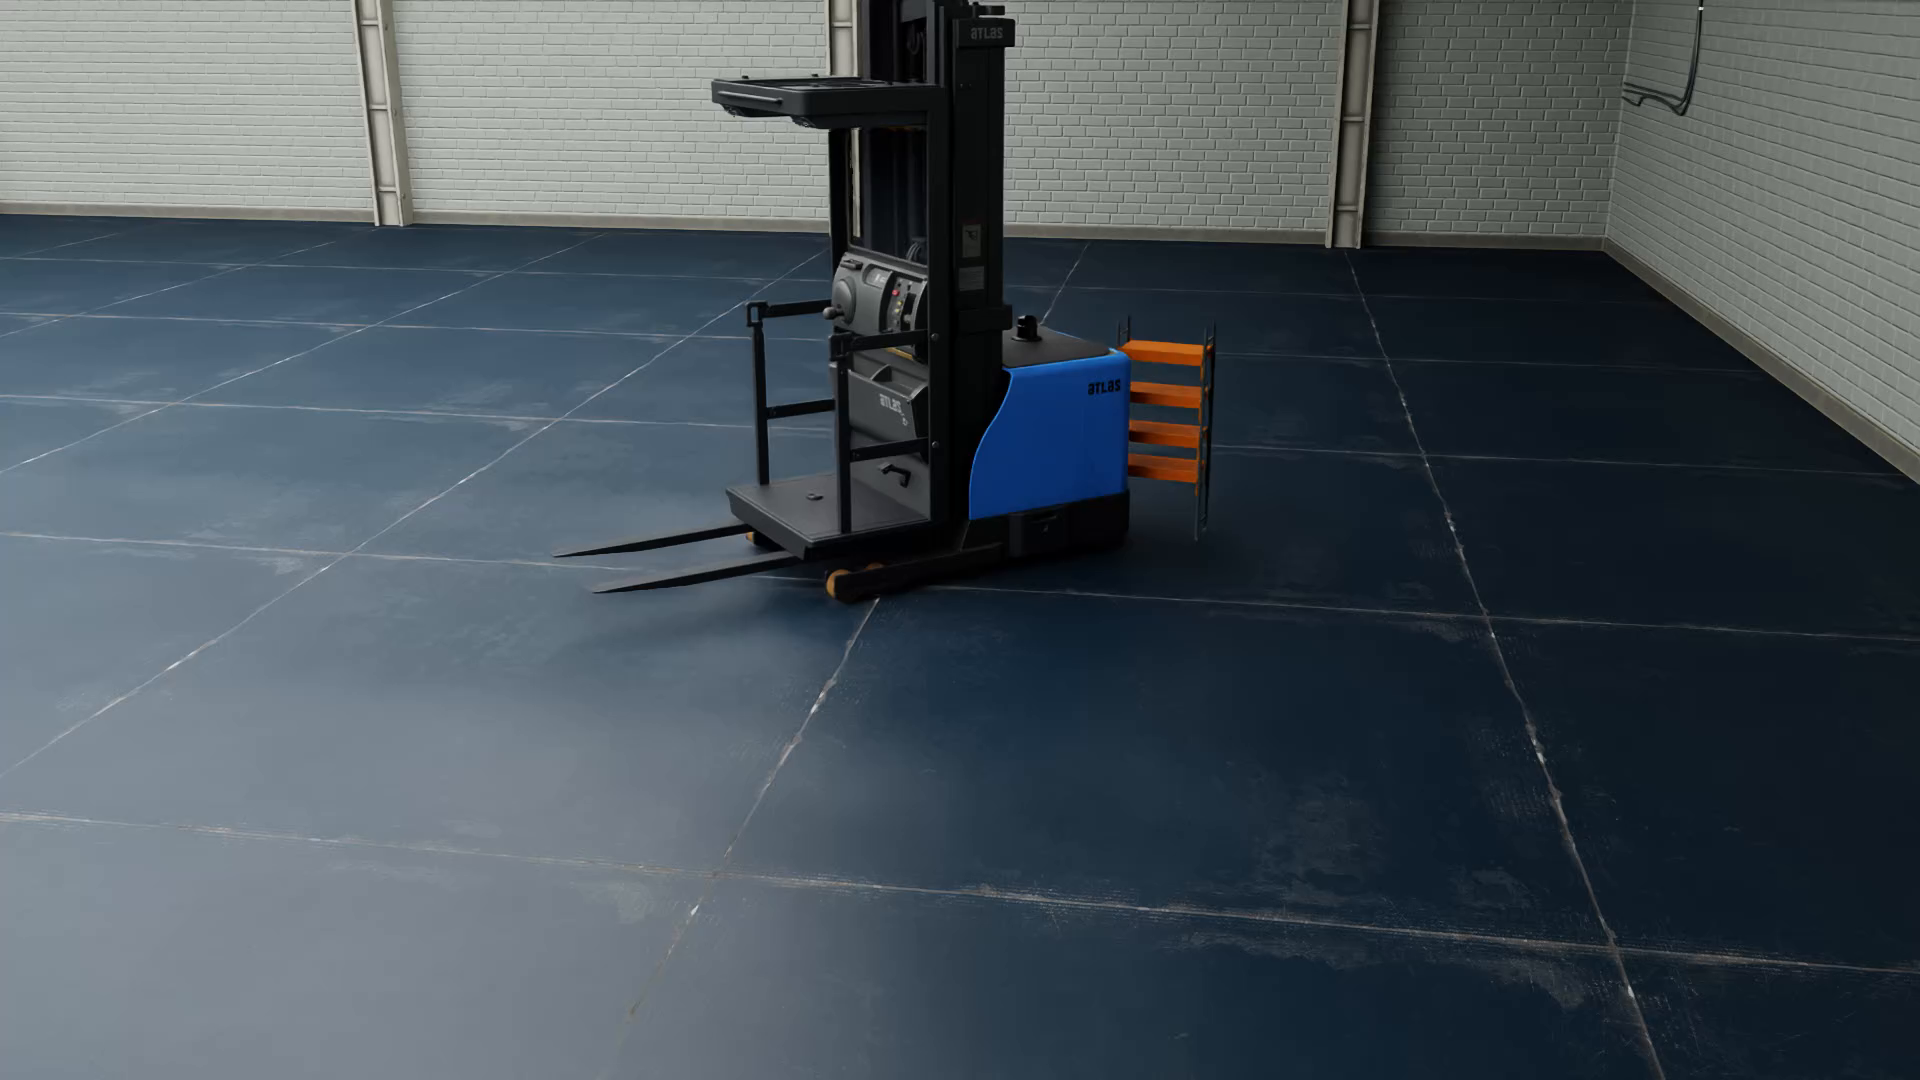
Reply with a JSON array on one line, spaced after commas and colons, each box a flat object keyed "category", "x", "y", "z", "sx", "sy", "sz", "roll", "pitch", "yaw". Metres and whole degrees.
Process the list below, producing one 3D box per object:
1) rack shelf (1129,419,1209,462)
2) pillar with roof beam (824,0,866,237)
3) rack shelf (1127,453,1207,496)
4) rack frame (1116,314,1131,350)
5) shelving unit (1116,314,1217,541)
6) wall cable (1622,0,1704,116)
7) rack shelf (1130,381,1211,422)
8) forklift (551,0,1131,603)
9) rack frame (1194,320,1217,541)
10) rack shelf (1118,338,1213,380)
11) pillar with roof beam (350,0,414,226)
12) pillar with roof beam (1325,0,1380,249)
[{"category": "rack shelf", "x": 1.134, "y": -0.565, "z": 9.312, "sx": 0.480, "sy": 0.148, "sz": 0.258, "roll": 7, "pitch": 20, "yaw": 21}, {"category": "pillar with roof beam", "x": -2.069, "y": -6.702, "z": 15.152, "sx": 0.400, "sy": 9.000, "sz": 9.100, "roll": 3, "pitch": 19, "yaw": 9}, {"category": "rack shelf", "x": 1.134, "y": -0.376, "z": 9.375, "sx": 0.480, "sy": 0.148, "sz": 0.258, "roll": 7, "pitch": 20, "yaw": 21}, {"category": "rack frame", "x": 0.907, "y": -0.657, "z": 9.376, "sx": 0.015, "sy": 1.200, "sz": 0.240, "roll": 7, "pitch": 20, "yaw": 21}, {"category": "shelving unit", "x": 1.134, "y": -0.628, "z": 9.290, "sx": 0.503, "sy": 1.200, "sz": 0.258, "roll": 7, "pitch": 20, "yaw": 21}, {"category": "wall cable", "x": 7.237, "y": -5.714, "z": 17.092, "sx": 0.112, "sy": 2.526, "sz": 3.097, "roll": 3, "pitch": 19, "yaw": 9}, {"category": "rack shelf", "x": 1.134, "y": -0.777, "z": 9.241, "sx": 0.480, "sy": 0.148, "sz": 0.258, "roll": 7, "pitch": 20, "yaw": 21}, {"category": "forklift", "x": -0.597, "y": -1.265, "z": 8.464, "sx": 3.031, "sy": 2.935, "sz": 1.130, "roll": -11, "pitch": 21, "yaw": -29}, {"category": "rack frame", "x": 1.361, "y": -0.600, "z": 9.205, "sx": 0.015, "sy": 1.200, "sz": 0.240, "roll": 7, "pitch": 20, "yaw": 21}, {"category": "rack shelf", "x": 1.134, "y": -1.001, "z": 9.166, "sx": 0.480, "sy": 0.148, "sz": 0.258, "roll": 7, "pitch": 20, "yaw": 21}, {"category": "pillar with roof beam", "x": -7.993, "y": -7.004, "z": 16.054, "sx": 0.400, "sy": 9.000, "sz": 9.100, "roll": 3, "pitch": 19, "yaw": 9}, {"category": "pillar with roof beam", "x": 3.855, "y": -6.400, "z": 14.249, "sx": 0.400, "sy": 9.000, "sz": 9.100, "roll": 3, "pitch": 19, "yaw": 9}]
